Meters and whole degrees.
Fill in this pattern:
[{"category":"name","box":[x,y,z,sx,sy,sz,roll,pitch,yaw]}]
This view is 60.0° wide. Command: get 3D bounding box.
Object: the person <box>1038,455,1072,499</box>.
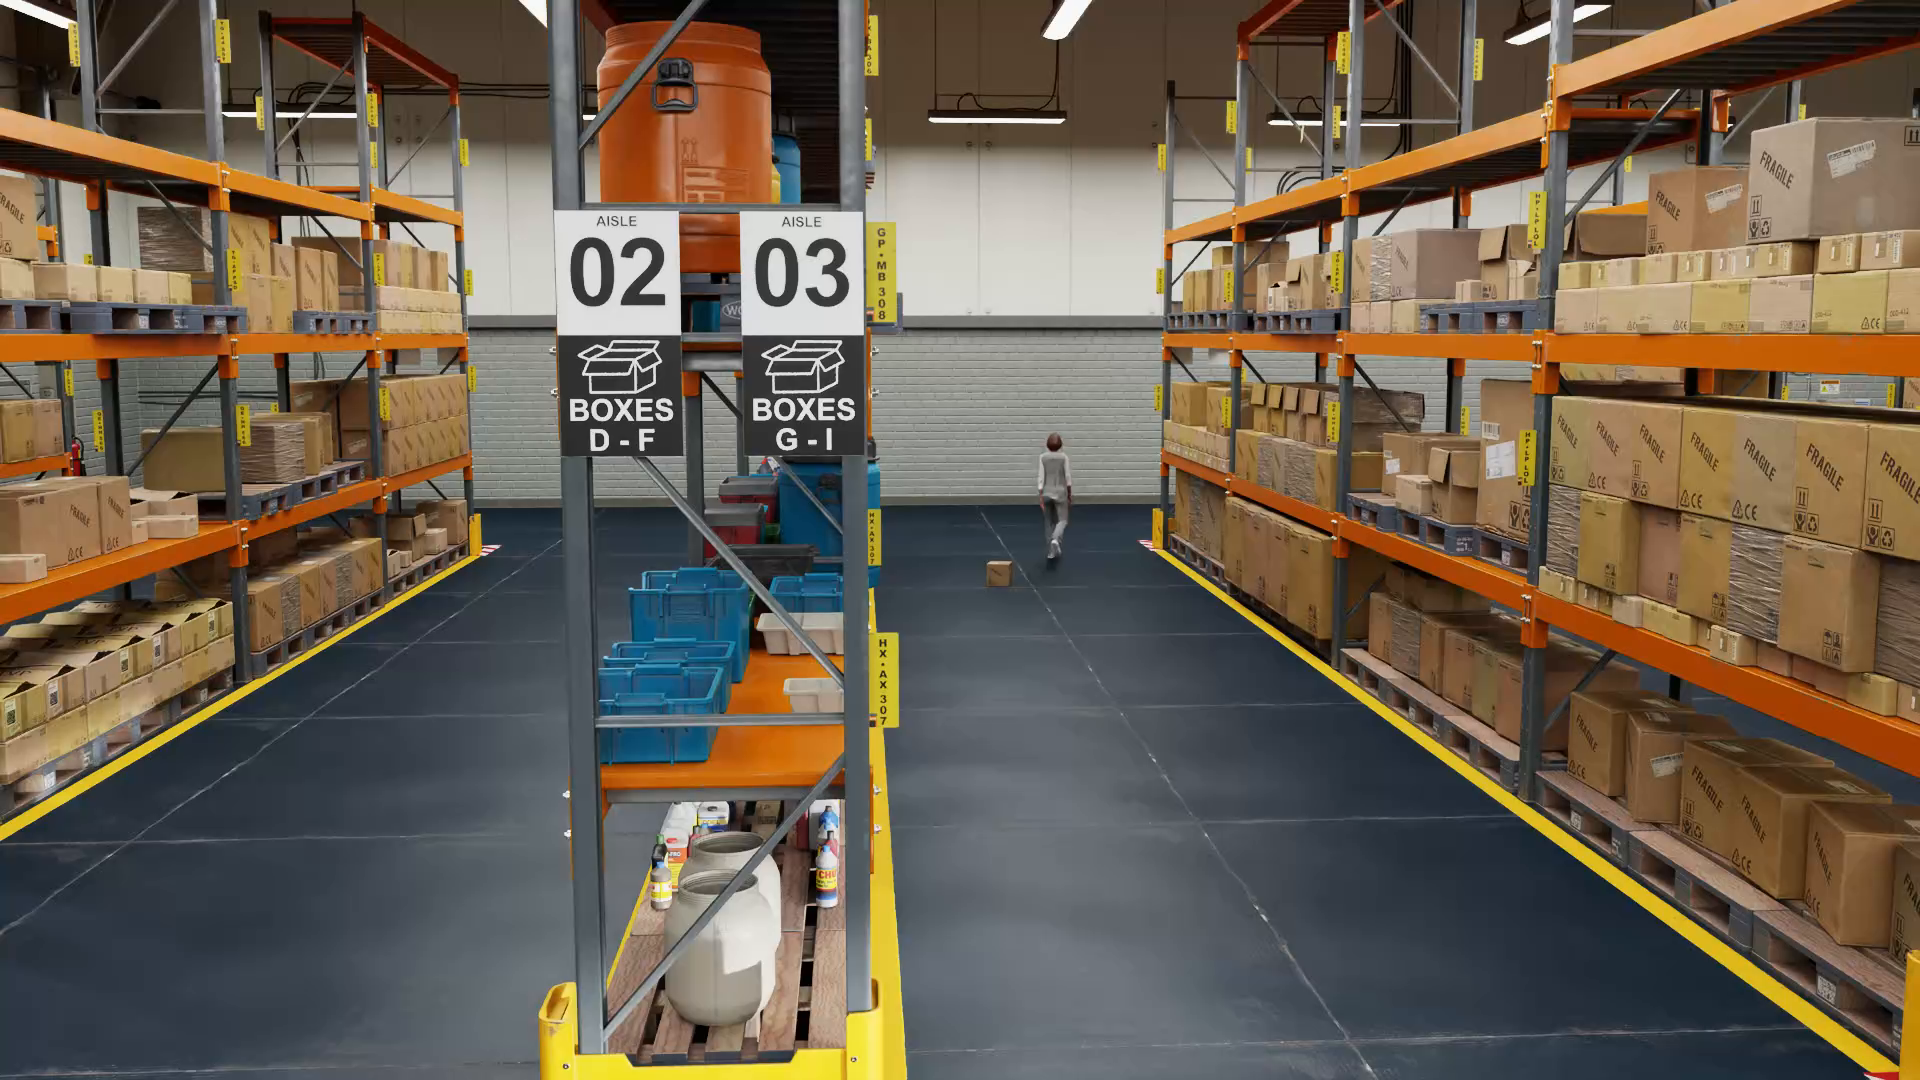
[{"category":"person","box":[1.169,-0.793,20.475,0.408,0.551,0.264,2,7,13]}]
